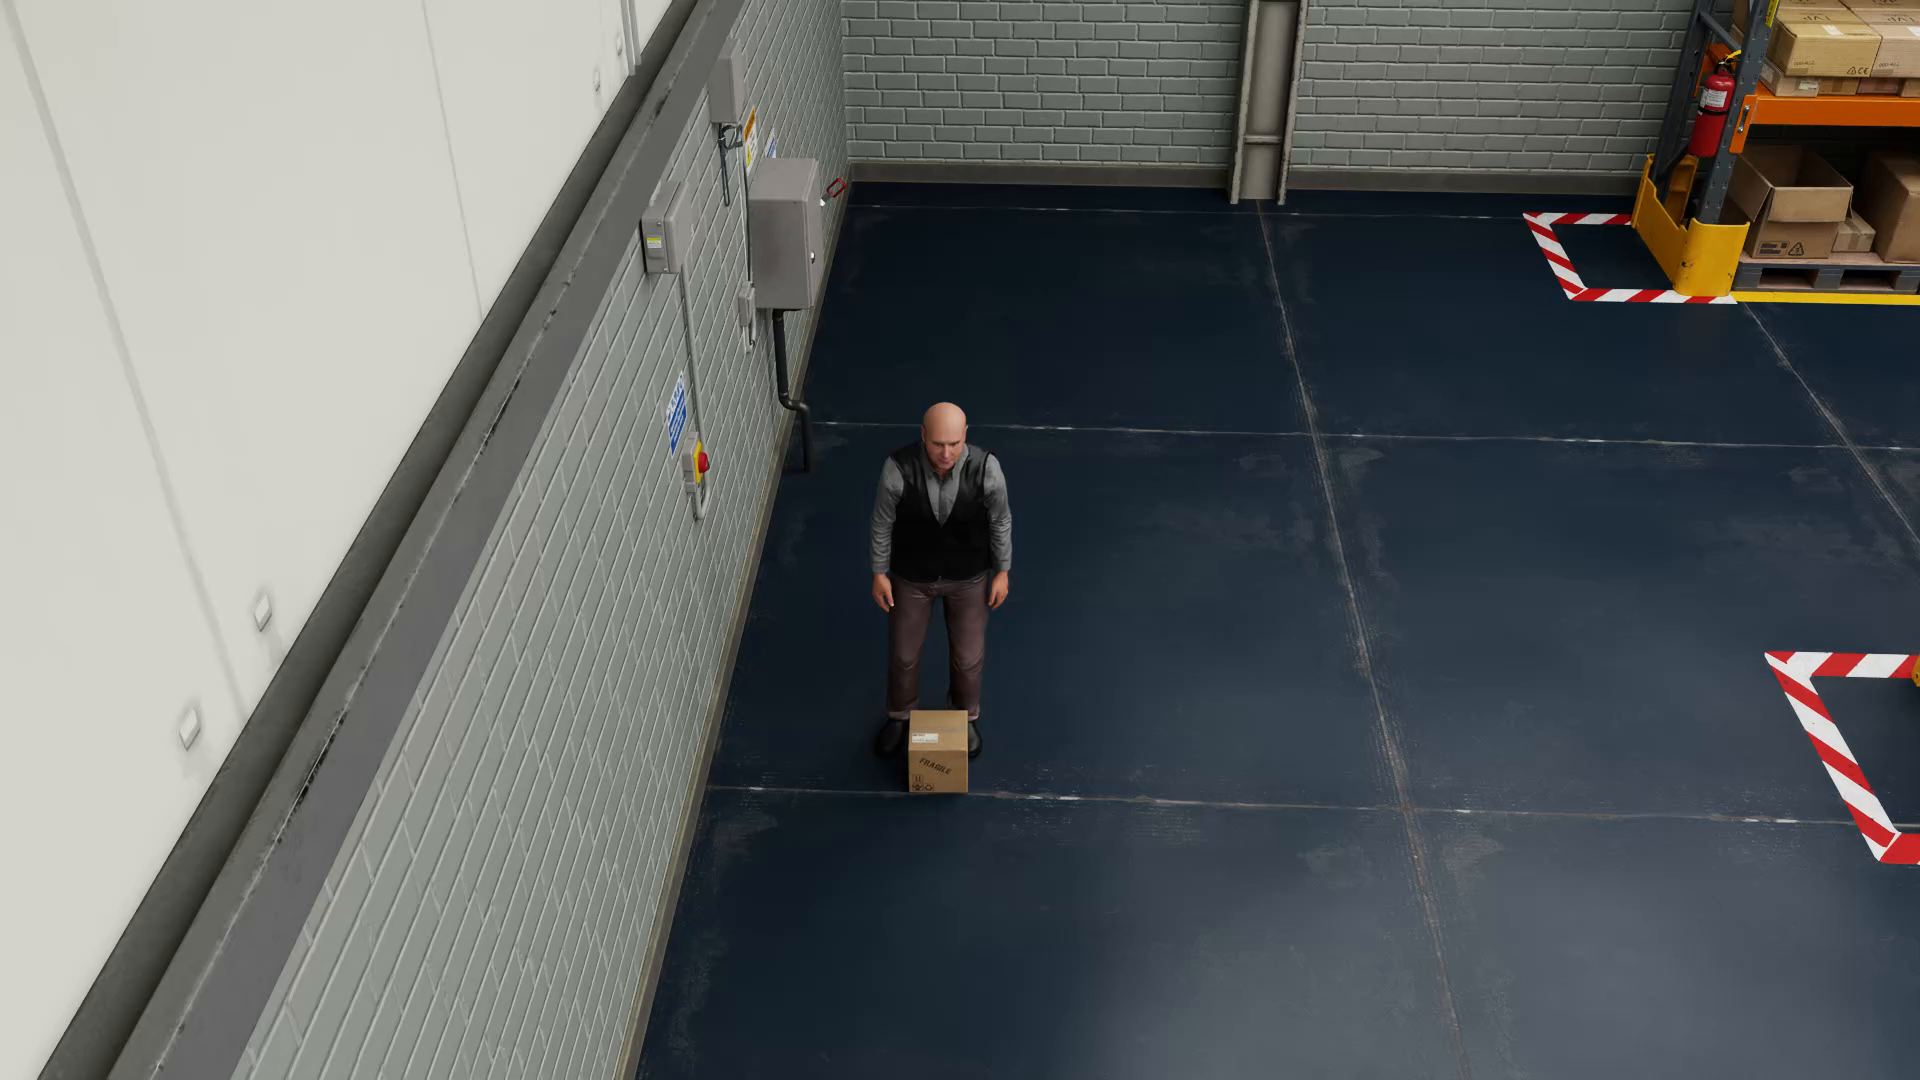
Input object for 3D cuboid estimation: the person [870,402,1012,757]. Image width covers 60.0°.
[{"bbox_3d":[-0.082,0.145,6.934,0.594,1.721,0.417,-1,35,-1],"label":"person"}]
